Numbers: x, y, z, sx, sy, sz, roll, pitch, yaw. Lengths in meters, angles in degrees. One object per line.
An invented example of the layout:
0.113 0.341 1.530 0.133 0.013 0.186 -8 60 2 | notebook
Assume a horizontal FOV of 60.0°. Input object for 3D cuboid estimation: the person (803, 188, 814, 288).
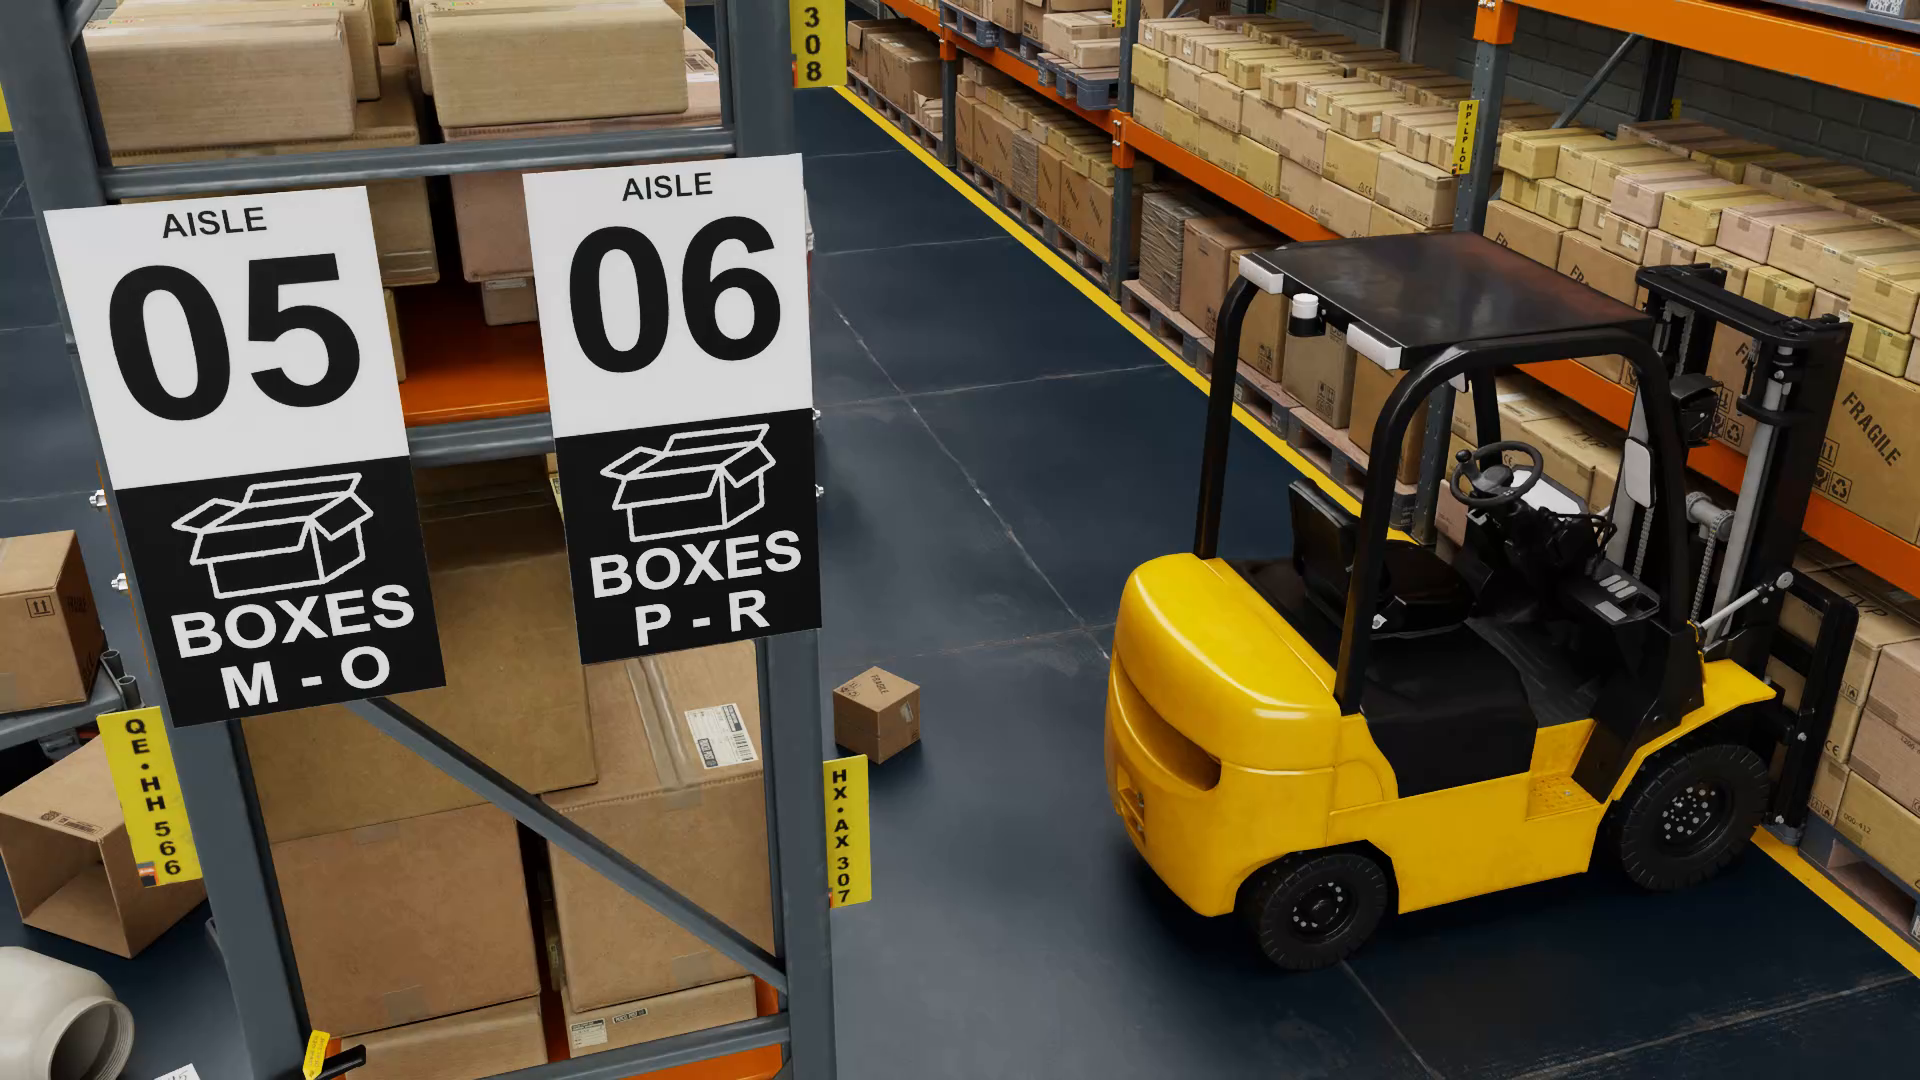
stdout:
-1.065 -1.542 9.637 0.436 1.591 0.417 -9 28 -17 | person
